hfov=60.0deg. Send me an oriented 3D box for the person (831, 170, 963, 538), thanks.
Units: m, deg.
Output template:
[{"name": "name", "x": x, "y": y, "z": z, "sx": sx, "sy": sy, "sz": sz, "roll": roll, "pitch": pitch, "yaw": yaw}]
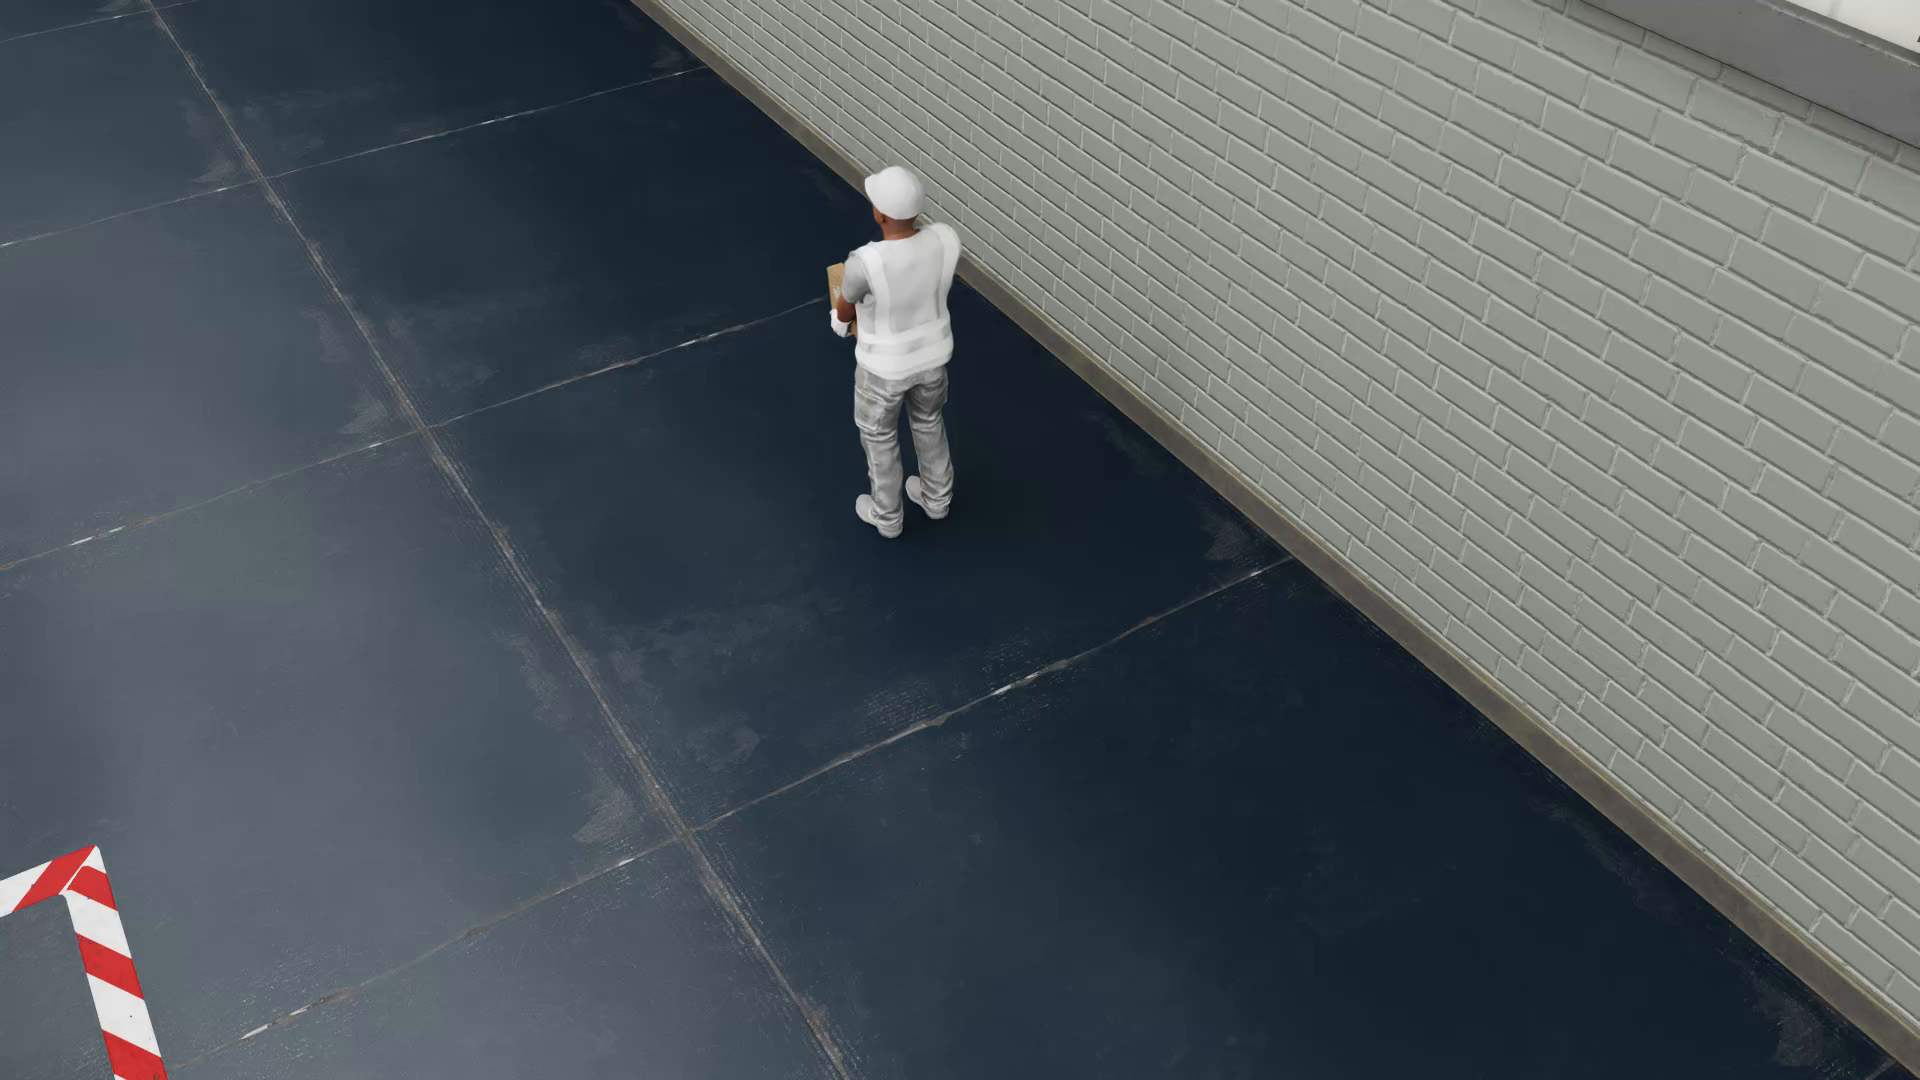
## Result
[{"name": "person", "x": -0.306, "y": -0.833, "z": 7.123, "sx": 0.488, "sy": 1.778, "sz": 0.572, "roll": -22, "pitch": 45, "yaw": -23}]
